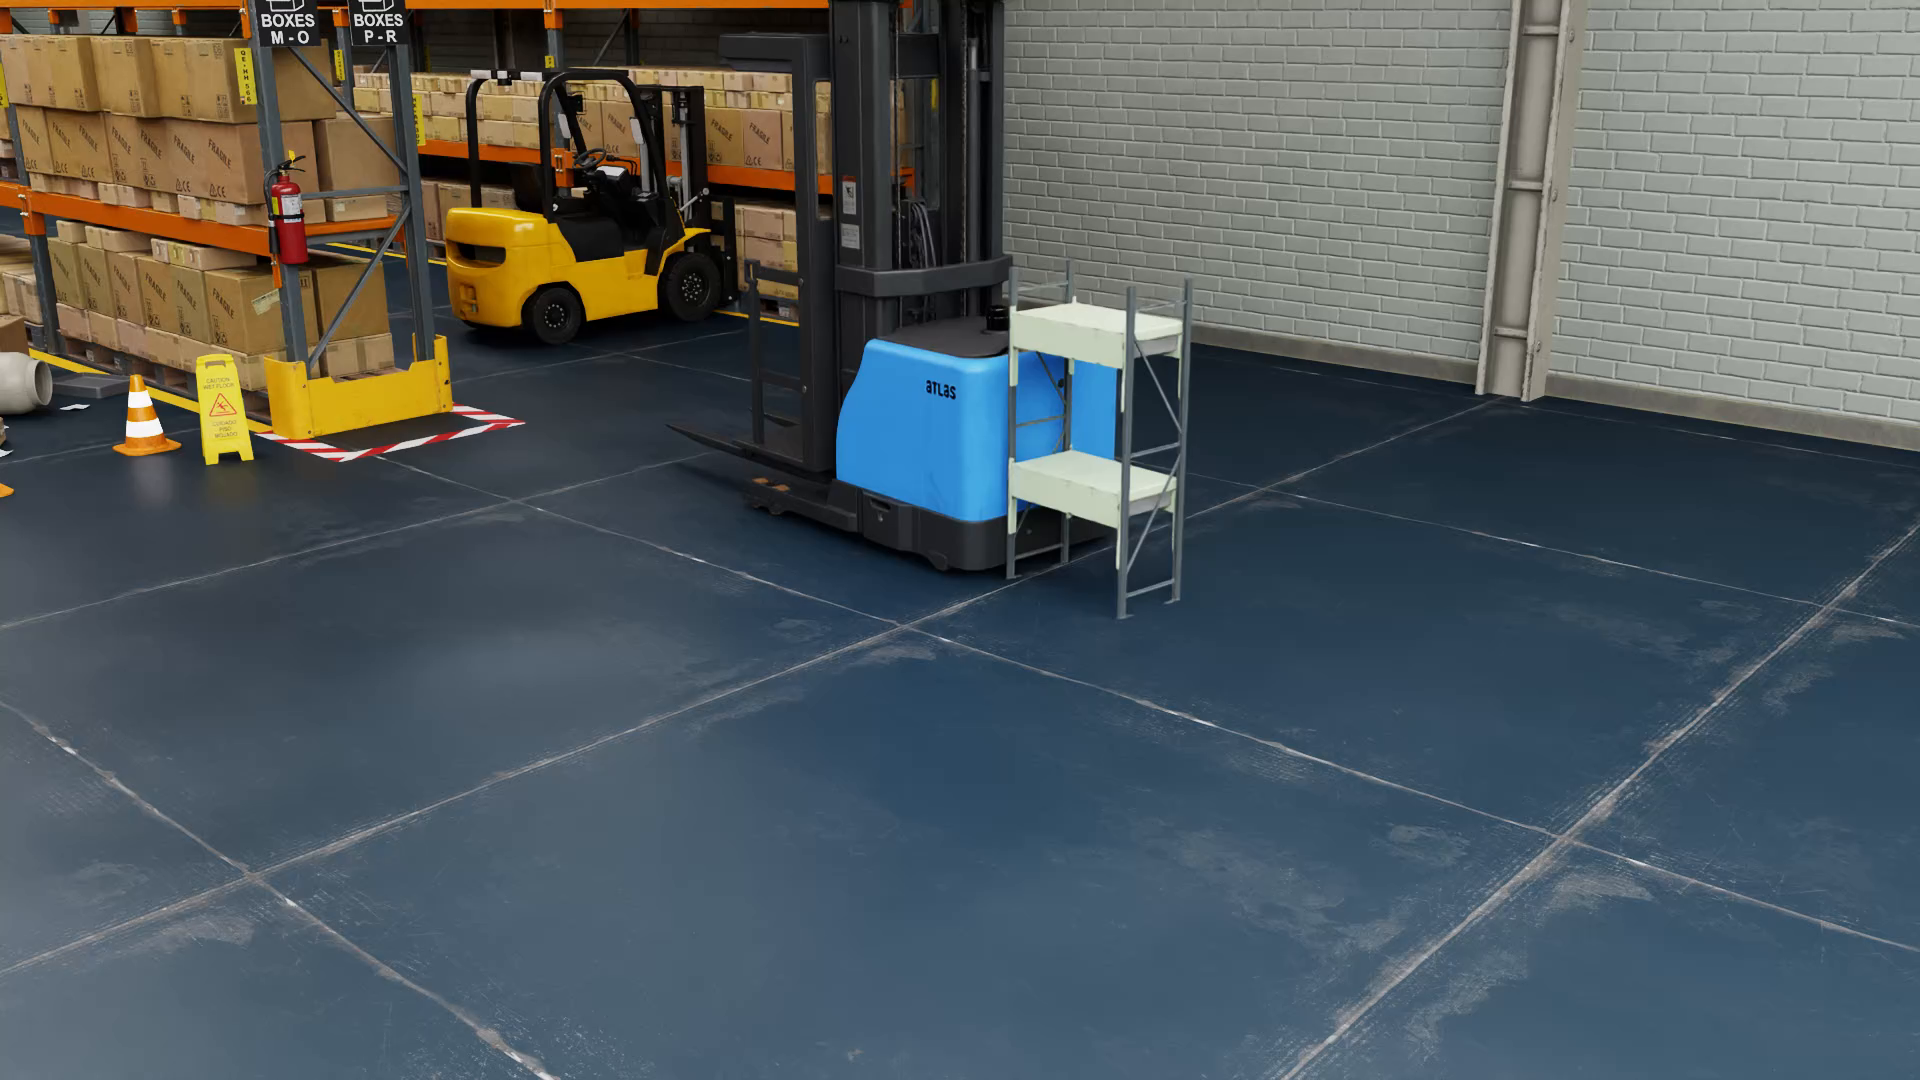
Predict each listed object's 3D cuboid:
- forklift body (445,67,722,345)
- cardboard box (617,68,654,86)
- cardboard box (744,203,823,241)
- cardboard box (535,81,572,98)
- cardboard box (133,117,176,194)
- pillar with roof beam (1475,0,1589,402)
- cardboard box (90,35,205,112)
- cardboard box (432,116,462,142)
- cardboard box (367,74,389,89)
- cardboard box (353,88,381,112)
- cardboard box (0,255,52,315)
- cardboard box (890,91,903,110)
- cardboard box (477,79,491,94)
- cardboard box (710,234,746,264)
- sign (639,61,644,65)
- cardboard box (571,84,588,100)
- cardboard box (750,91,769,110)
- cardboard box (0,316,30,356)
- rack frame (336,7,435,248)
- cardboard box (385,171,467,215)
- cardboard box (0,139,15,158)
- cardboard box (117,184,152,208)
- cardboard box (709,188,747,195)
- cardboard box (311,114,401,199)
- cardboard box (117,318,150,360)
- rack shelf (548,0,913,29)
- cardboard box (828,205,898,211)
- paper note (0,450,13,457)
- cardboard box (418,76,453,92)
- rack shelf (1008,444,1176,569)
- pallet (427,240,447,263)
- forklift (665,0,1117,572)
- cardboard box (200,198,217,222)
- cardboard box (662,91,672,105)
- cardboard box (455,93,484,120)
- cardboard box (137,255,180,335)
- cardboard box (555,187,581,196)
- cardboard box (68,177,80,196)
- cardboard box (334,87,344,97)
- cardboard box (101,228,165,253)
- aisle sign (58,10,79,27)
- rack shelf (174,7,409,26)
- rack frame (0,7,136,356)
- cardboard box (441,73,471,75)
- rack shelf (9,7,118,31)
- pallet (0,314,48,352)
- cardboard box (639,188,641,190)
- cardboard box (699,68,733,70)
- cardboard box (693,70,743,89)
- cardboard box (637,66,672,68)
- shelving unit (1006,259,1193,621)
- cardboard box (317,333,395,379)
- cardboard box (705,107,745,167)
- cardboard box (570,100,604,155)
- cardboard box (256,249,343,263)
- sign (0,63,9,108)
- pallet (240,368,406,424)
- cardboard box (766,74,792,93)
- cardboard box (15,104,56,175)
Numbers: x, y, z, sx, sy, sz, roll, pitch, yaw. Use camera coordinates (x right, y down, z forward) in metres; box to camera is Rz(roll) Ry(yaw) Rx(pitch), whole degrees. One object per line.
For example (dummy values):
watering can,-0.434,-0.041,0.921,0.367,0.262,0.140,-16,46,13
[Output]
forklift body,-3.255,-2.899,14.191,1.214,2.155,2.313,15,23,39
cardboard box,-3.000,-4.350,15.630,0.250,0.149,0.380,16,23,40
cardboard box,-1.563,-2.825,14.752,0.500,0.250,0.500,16,23,40
cardboard box,-4.021,-4.514,16.638,0.250,0.149,0.380,16,24,41
cardboard box,-5.250,-2.651,11.348,0.500,0.500,0.500,15,23,39
pillar with roof beam,1.082,-4.360,7.474,0.400,9.000,9.100,15,23,39
cardboard box,-5.549,-3.245,11.568,0.500,0.500,0.700,15,23,39
cardboard box,-5.290,-4.418,17.820,0.500,0.250,0.500,16,24,41
cardboard box,-6.366,-5.115,18.532,0.250,0.149,0.380,16,23,40
cardboard box,-6.456,-4.959,18.699,0.500,0.250,0.500,15,23,39
cardboard box,-7.844,-2.211,14.269,0.950,0.372,0.625,-17,24,-42
cardboard box,-0.707,-3.819,14.450,0.250,0.149,0.380,14,23,38
cardboard box,-4.813,-4.712,17.264,0.250,0.149,0.380,14,23,38
cardboard box,-1.966,-2.692,15.162,0.500,0.250,0.500,14,23,38
sign,-3.250,-4.715,16.948,0.005,0.325,0.100,15,23,39
cardboard box,-3.554,-4.372,16.192,0.250,0.149,0.380,15,23,38
cardboard box,-1.613,-3.862,14.583,0.250,0.149,0.380,15,23,39
cardboard box,-7.011,-1.302,11.883,0.500,0.500,0.500,-3,18,-8
rack frame,-6.609,-4.942,19.225,0.127,3.000,1.000,15,23,39
cardboard box,-6.152,-3.882,19.116,0.625,0.625,0.875,16,24,41
cardboard box,-7.478,-3.136,13.256,0.250,0.149,0.380,15,23,40
cardboard box,-5.729,-2.456,11.808,0.250,0.149,0.380,15,23,39
cardboard box,-2.363,-3.247,16.082,0.500,0.250,0.500,15,23,40
cardboard box,-4.088,-2.559,11.060,0.500,0.500,0.500,15,23,38
cardboard box,-5.842,-1.514,12.276,0.500,0.250,0.500,15,23,39
rack shelf,-2.122,-4.824,15.084,4.000,0.370,1.077,15,23,39
cardboard box,-0.860,-2.841,14.803,0.500,0.250,0.500,15,23,38
paper note,-5.946,-0.536,10.250,0.142,0.019,0.148,7,19,21
cardboard box,-5.594,-4.911,17.891,0.250,0.149,0.380,16,23,40
rack shelf,0.622,-0.167,7.737,0.431,0.370,0.720,-15,23,-39
pallet,-5.111,-3.194,18.326,1.213,0.211,1.003,15,23,39
forklift,-0.550,-1.618,8.866,1.130,2.935,3.031,-15,23,-39
cardboard box,-4.780,-2.201,11.003,0.250,0.149,0.380,15,23,38
cardboard box,-2.616,-4.109,15.361,0.250,0.149,0.380,14,22,38
cardboard box,-4.923,-4.552,17.417,0.500,0.250,0.500,16,23,40
cardboard box,-5.456,-1.768,11.834,0.500,0.500,0.500,14,23,38
cardboard box,-4.015,-3.309,17.312,0.625,0.625,0.875,16,24,42
cardboard box,-6.445,-2.674,12.494,0.250,0.149,0.380,15,23,39
cardboard box,-7.613,-5.209,19.620,0.500,0.250,0.500,14,22,37
cardboard box,-6.005,-2.197,12.114,0.250,0.149,0.380,17,24,42
aisle sign,-12.839,-7.734,23.727,0.004,0.787,0.394,15,23,39
rack shelf,-8.105,-6.430,20.145,4.000,0.370,1.077,15,23,39
rack frame,-6.910,-3.015,13.153,0.127,3.000,1.000,15,23,39
cardboard box,-5.579,-5.153,18.651,0.250,0.149,0.380,14,23,38
rack shelf,-8.406,-4.503,14.073,4.000,0.370,1.077,15,23,39
pallet,-7.493,-1.842,14.066,1.213,0.211,1.003,15,23,39
cardboard box,-3.088,-3.232,16.035,0.500,0.250,0.500,15,23,39
cardboard box,-2.242,-4.377,15.716,0.250,0.149,0.380,15,23,39
cardboard box,-2.185,-4.165,15.048,0.250,0.149,0.380,15,23,40
cardboard box,-3.018,-4.582,16.361,0.250,0.149,0.380,14,23,38
shelving unit,0.622,-0.478,7.638,0.431,1.500,0.755,-15,23,-39
cardboard box,-4.338,-1.326,11.682,0.500,0.250,0.500,15,23,39
cardboard box,-1.934,-3.632,14.931,0.500,0.500,0.500,14,23,38
cardboard box,-3.459,-4.038,16.212,0.500,0.500,0.500,14,22,38
cardboard box,-4.750,-1.792,11.911,0.500,0.500,0.500,14,22,37
sign,-7.275,-3.441,12.580,0.005,0.325,0.100,15,23,39
pallet,-4.559,-1.069,11.631,1.213,0.211,1.003,15,23,39
cardboard box,-1.453,-3.947,14.362,0.250,0.149,0.380,16,23,40
cardboard box,-6.766,-3.053,12.616,0.500,0.500,0.500,15,23,39
